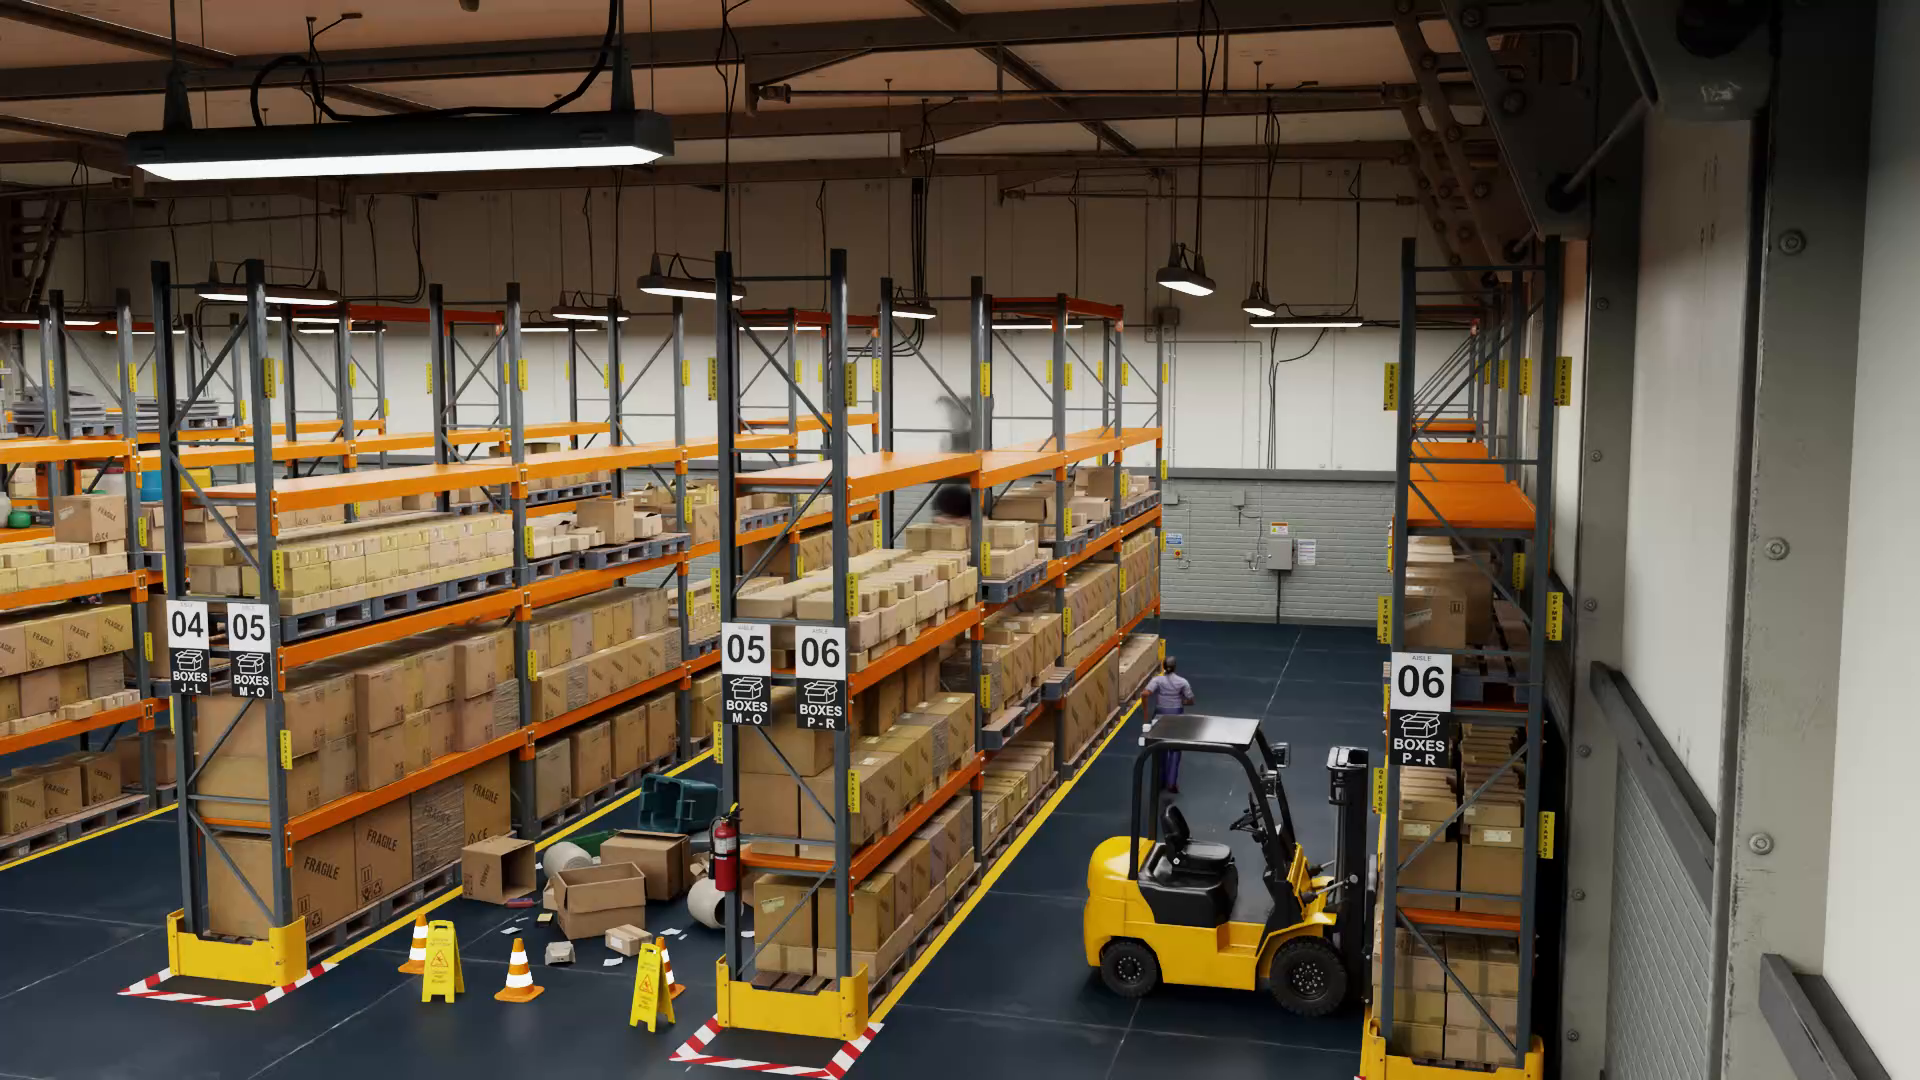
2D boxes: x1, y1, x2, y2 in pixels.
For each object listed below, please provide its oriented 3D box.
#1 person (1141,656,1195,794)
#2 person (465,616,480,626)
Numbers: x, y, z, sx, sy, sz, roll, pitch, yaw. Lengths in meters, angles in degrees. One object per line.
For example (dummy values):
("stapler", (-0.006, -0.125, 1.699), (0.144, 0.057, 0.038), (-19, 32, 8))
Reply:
("person", (2.499, 2.255, 19.981), (0.616, 1.725, 0.751), (2, 6, 15))
("person", (-6.858, 1.829, 23.458), (0.714, 1.733, 0.791), (1, 6, 10))
